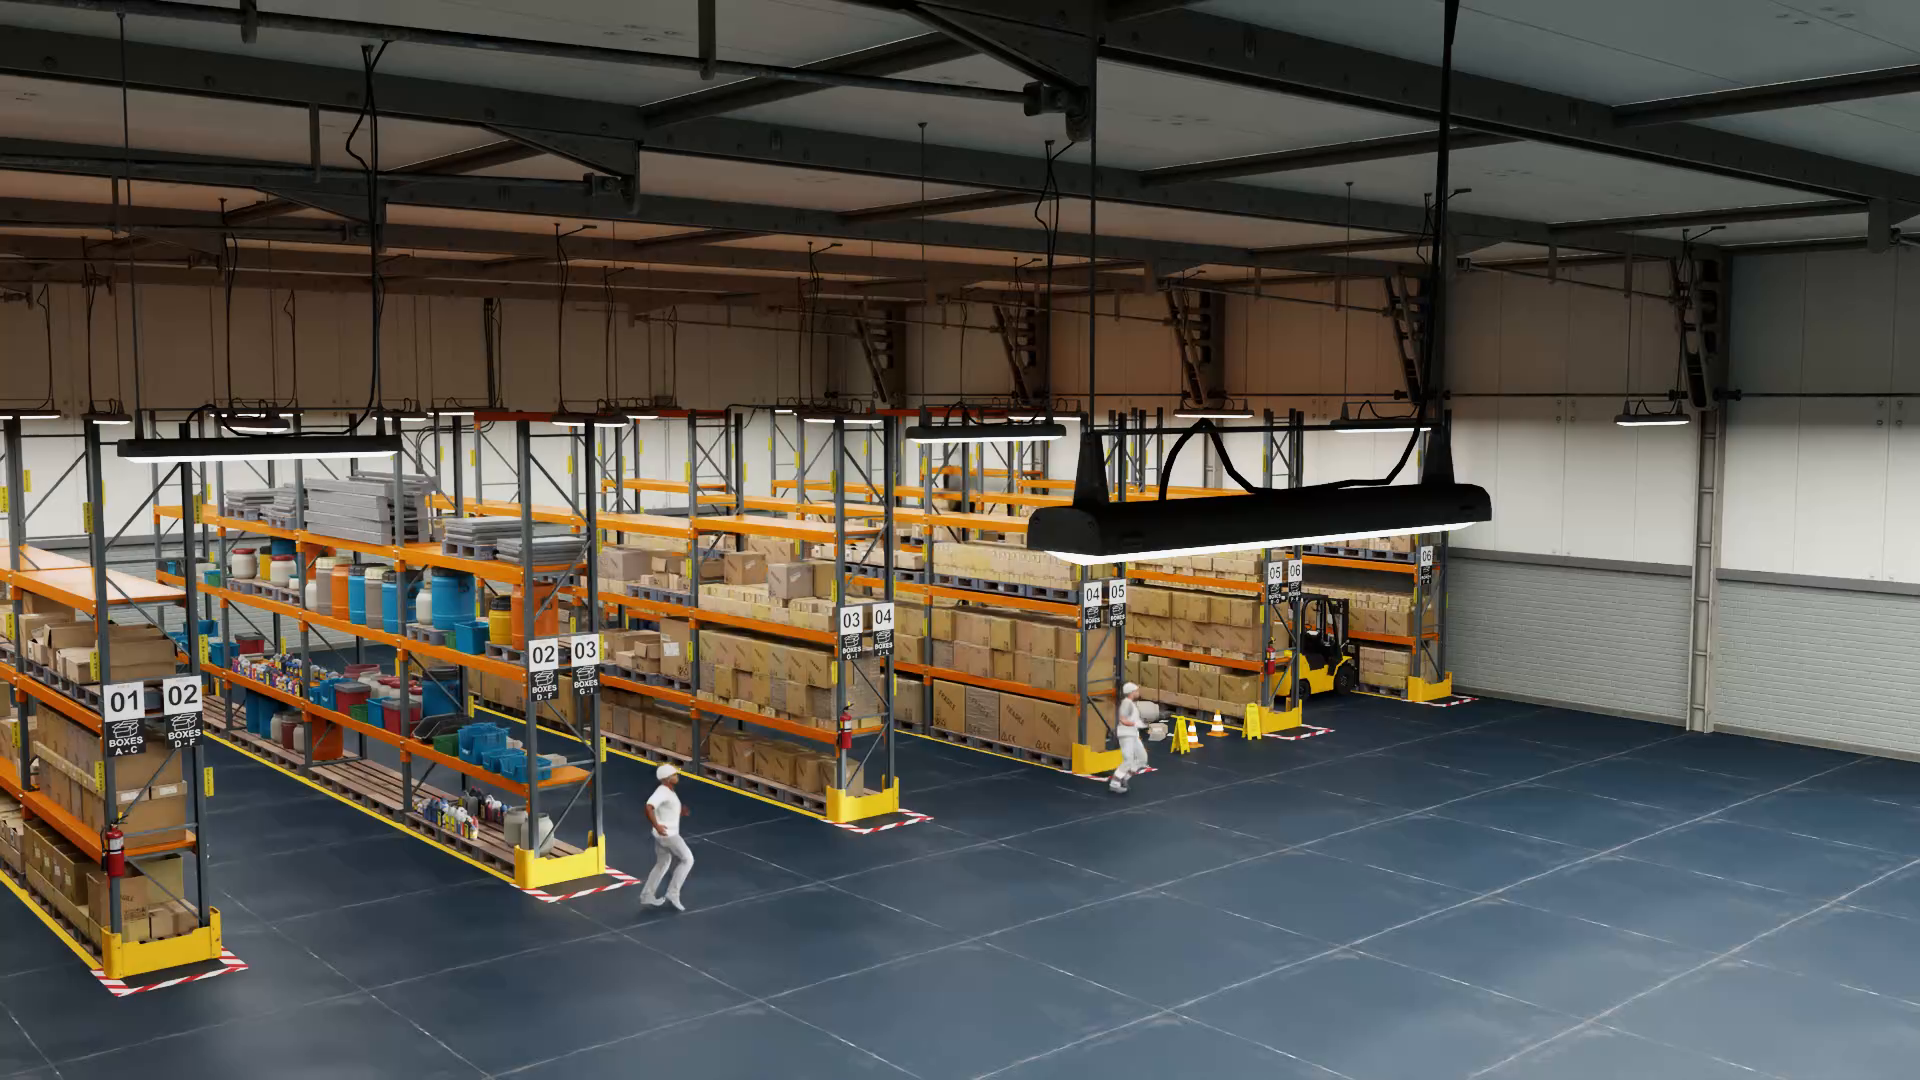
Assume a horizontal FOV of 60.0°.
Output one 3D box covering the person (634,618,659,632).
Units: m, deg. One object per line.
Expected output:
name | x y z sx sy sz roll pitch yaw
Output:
person | -7.904 1.866 41.799 0.609 1.596 0.595 5 7 43

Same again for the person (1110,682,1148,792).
person | 2.743 3.136 26.523 0.597 1.725 0.662 2 5 20

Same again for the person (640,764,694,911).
person | -3.651 3.661 20.567 0.662 1.784 0.690 -2 5 -17
